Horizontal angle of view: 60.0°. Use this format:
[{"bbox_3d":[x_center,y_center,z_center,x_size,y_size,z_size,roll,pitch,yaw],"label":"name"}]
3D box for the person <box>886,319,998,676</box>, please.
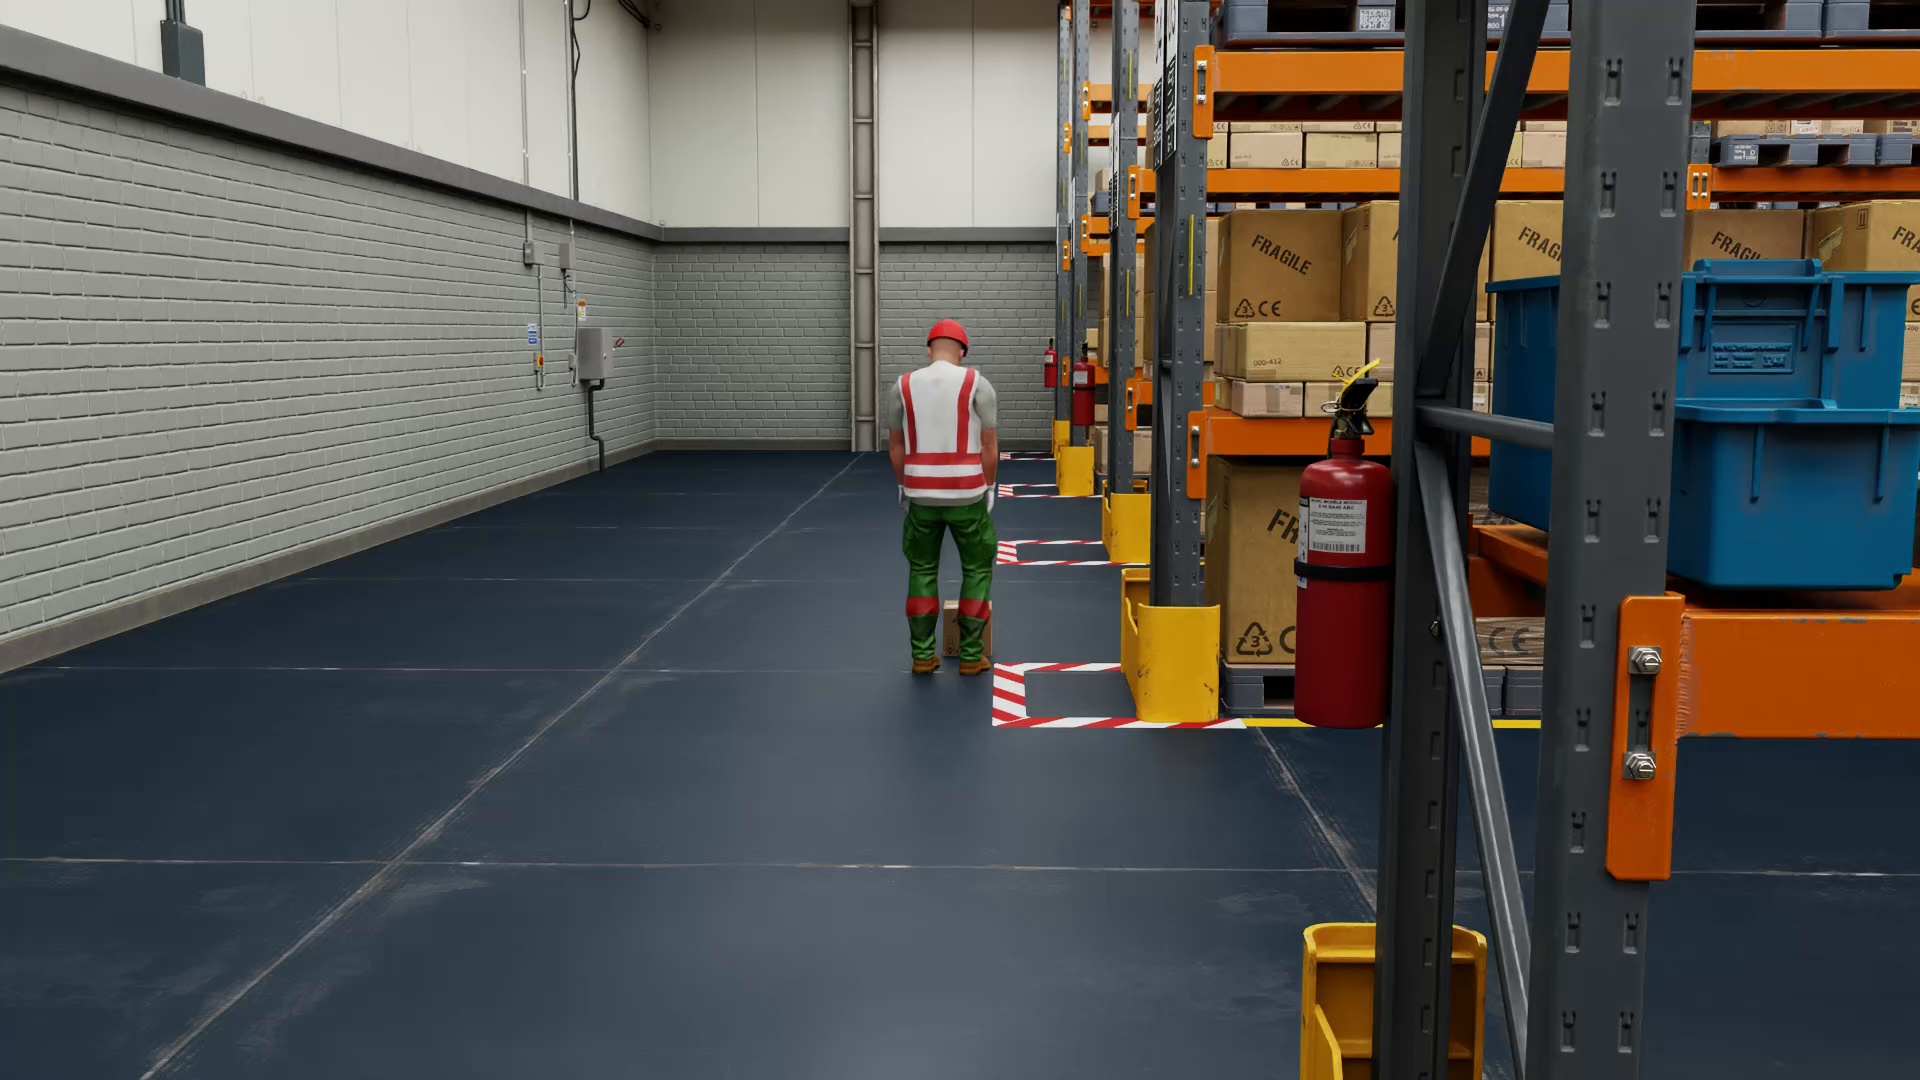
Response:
[{"bbox_3d":[-0.080,-0.213,8.145,0.547,1.723,0.477,2,7,14],"label":"person"}]
